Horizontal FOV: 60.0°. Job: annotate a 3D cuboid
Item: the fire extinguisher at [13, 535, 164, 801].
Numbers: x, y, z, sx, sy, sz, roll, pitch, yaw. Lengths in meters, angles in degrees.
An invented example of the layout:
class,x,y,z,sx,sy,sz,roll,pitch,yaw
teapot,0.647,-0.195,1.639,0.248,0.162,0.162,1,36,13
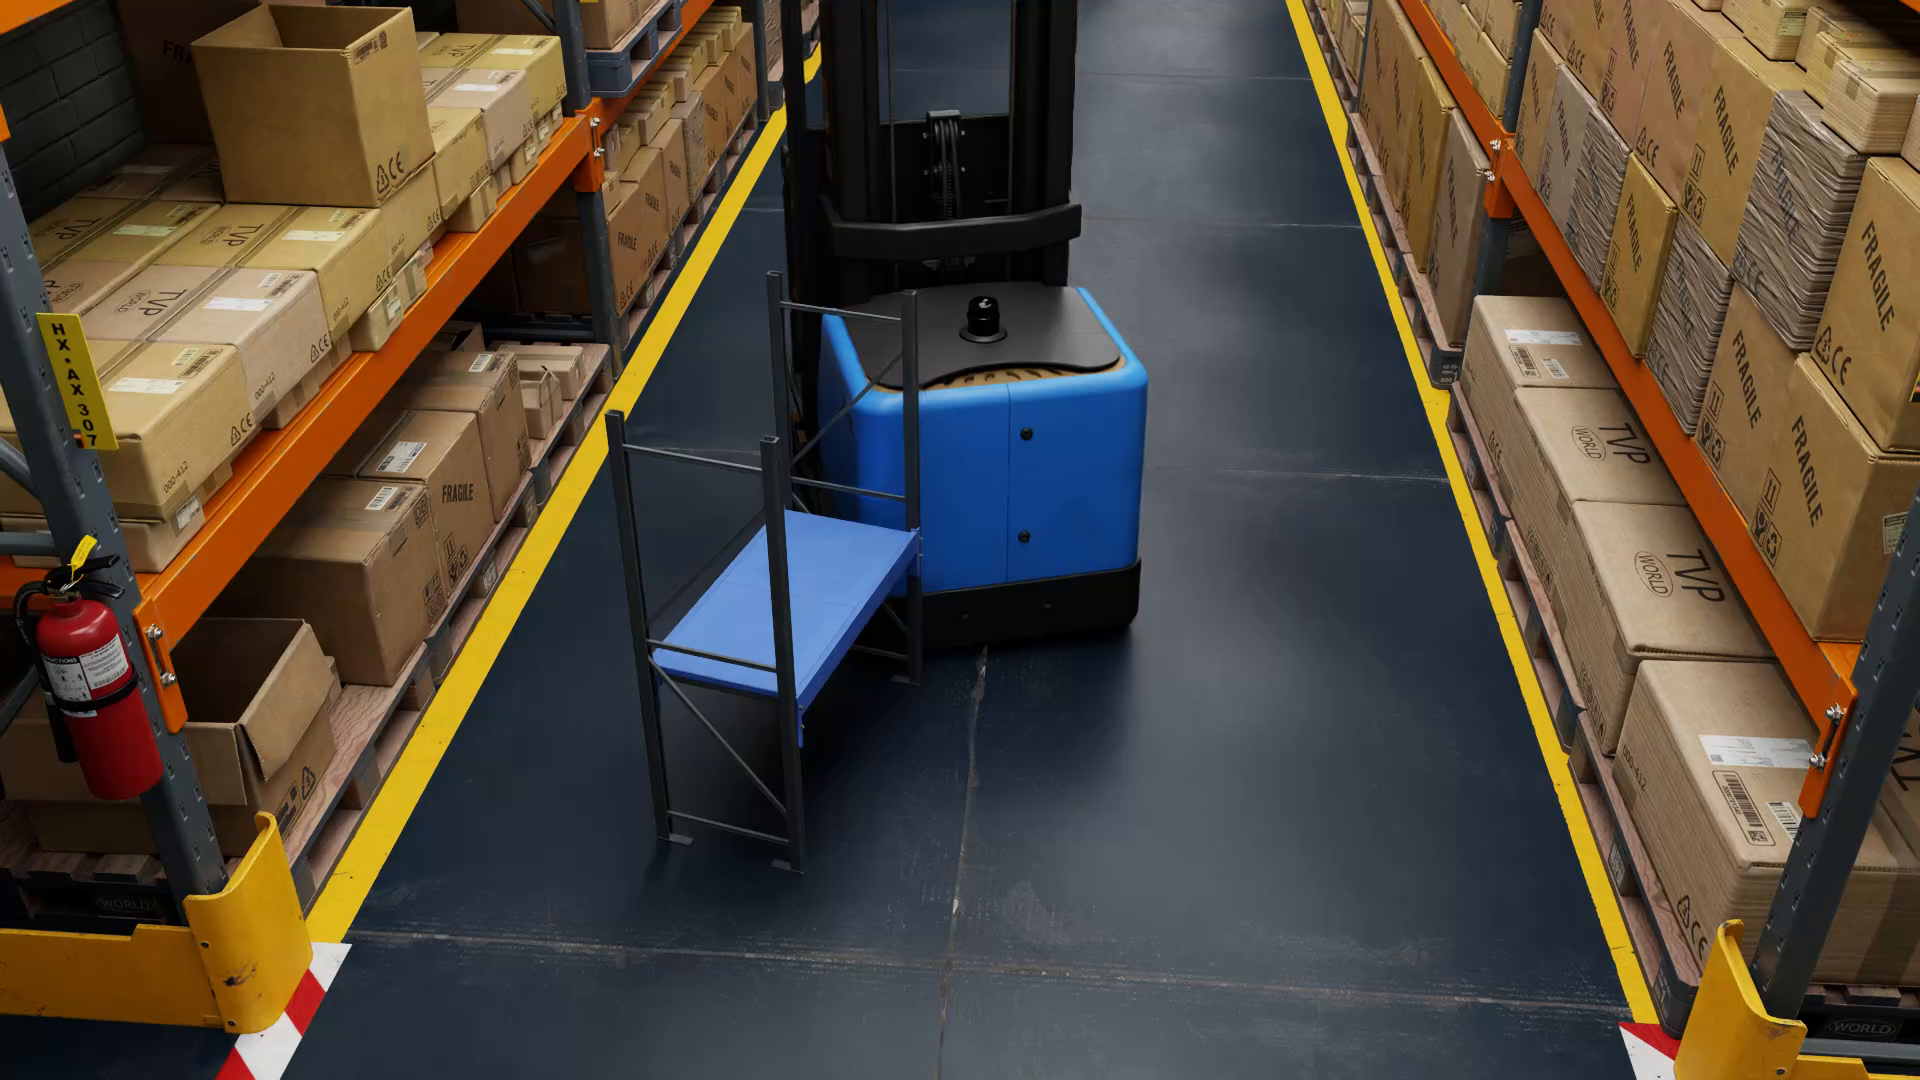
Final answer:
class,x,y,z,sx,sy,sz,roll,pitch,yaw
fire extinguisher,-2.015,0.292,3.846,0.296,0.674,0.183,2,32,4

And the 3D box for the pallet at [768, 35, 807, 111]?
class,x,y,z,sx,sy,sz,roll,pitch,yaw
pallet,-1.707,-3.421,12.100,1.003,0.211,1.213,2,32,4

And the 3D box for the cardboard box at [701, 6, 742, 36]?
class,x,y,z,sx,sy,sz,roll,pitch,yaw
cardboard box,-1.600,-3.301,10.612,0.380,0.149,0.250,1,32,2

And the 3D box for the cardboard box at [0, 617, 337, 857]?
class,x,y,z,sx,sy,sz,roll,pitch,yaw
cardboard box,-2.320,0.572,4.942,0.797,0.503,0.637,1,32,2

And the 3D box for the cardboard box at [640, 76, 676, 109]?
class,x,y,z,sx,sy,sz,roll,pitch,yaw
cardboard box,-1.807,-2.483,9.283,0.380,0.149,0.250,3,32,4

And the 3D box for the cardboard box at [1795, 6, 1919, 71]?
class,x,y,z,sx,sy,sz,roll,pitch,yaw
cardboard box,2.401,-1.263,4.273,0.380,0.149,0.250,2,32,4

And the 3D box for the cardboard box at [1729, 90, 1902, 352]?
class,x,y,z,sx,sy,sz,roll,pitch,yaw
cardboard box,2.299,-0.791,4.126,0.500,0.500,0.500,3,32,4

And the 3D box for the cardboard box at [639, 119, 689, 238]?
class,x,y,z,sx,sy,sz,roll,pitch,yaw
cardboard box,-1.796,-1.985,9.095,0.500,0.500,0.500,2,32,3

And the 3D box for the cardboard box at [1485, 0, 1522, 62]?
class,x,y,z,sx,sy,sz,roll,pitch,yaw
cardboard box,2.603,-2.268,7.237,0.500,0.250,0.500,2,32,4

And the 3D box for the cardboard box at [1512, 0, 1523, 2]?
class,x,y,z,sx,sy,sz,roll,pitch,yaw
cardboard box,2.595,-2.590,7.046,0.500,0.500,0.500,3,32,6

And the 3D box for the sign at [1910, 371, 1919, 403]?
class,x,y,z,sx,sy,sz,roll,pitch,yaw
sign,1.944,-0.410,3.227,0.100,0.325,0.005,2,32,4

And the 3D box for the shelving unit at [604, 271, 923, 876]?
class,x,y,z,sx,sy,sz,roll,pitch,yaw
shelving unit,-0.541,0.085,5.182,0.538,1.500,1.048,10,33,16

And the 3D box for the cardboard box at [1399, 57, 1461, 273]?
class,x,y,z,sx,sy,sz,roll,pitch,yaw
cardboard box,2.846,-1.952,8.684,0.875,0.875,0.875,3,32,5

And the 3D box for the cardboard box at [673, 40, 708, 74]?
class,x,y,z,sx,sy,sz,roll,pitch,yaw
cardboard box,-1.724,-2.885,9.937,0.380,0.149,0.250,3,32,5

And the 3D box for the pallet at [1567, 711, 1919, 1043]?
class,x,y,z,sx,sy,sz,roll,pitch,yaw
pallet,2.471,0.980,4.959,1.003,0.211,1.213,2,32,4

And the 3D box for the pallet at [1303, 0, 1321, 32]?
class,x,y,z,sx,sy,sz,roll,pitch,yaw
pallet,3.399,-4.467,13.797,1.003,0.211,1.213,2,32,4

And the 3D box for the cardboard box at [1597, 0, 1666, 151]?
class,x,y,z,sx,sy,sz,roll,pitch,yaw
cardboard box,2.429,-1.576,5.400,0.500,0.500,0.500,3,32,5

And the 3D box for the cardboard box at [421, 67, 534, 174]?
class,x,y,z,sx,sy,sz,roll,pitch,yaw
cardboard box,-1.963,-1.611,6.365,0.500,0.250,0.500,3,32,4

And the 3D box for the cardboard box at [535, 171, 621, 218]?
class,x,y,z,sx,sy,sz,roll,pitch,yaw
cardboard box,-1.844,-1.655,7.940,0.380,0.149,0.250,4,32,6

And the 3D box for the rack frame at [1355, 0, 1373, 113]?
class,x,y,z,sx,sy,sz,roll,pitch,yaw
rack frame,3.135,-3.969,10.332,1.000,3.000,0.127,2,32,4

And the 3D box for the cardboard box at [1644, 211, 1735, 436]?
class,x,y,z,sx,sy,sz,roll,pitch,yaw
cardboard box,2.347,-0.623,4.807,0.500,0.500,0.500,3,32,5

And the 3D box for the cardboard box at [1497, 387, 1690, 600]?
class,x,y,z,sx,sy,sz,roll,pitch,yaw
cardboard box,2.579,-0.174,6.215,0.875,0.438,0.875,2,32,3

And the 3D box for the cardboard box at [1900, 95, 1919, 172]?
class,x,y,z,sx,sy,sz,roll,pitch,yaw
cardboard box,2.310,-0.861,3.621,0.380,0.149,0.250,3,32,5

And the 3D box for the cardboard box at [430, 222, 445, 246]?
class,x,y,z,sx,sy,sz,roll,pitch,yaw
cardboard box,-2.083,-1.128,5.961,0.380,0.149,0.250,3,32,5

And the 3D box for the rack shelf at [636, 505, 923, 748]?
class,x,y,z,sx,sy,sz,roll,pitch,yaw
rack shelf,-0.541,0.238,5.277,0.538,0.185,1.000,10,33,16

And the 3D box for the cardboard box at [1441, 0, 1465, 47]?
class,x,y,z,sx,sy,sz,roll,pitch,yaw
cardboard box,2.697,-2.589,8.234,0.500,0.250,0.500,2,32,3

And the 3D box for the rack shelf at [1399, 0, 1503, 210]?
class,x,y,z,sx,sy,sz,roll,pitch,yaw
rack shelf,2.972,-2.617,8.824,1.077,0.370,4.000,2,32,4

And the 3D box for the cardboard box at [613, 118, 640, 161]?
class,x,y,z,sx,sy,sz,roll,pitch,yaw
cardboard box,-1.880,-2.082,8.633,0.380,0.149,0.250,2,32,3

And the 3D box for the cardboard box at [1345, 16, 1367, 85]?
class,x,y,z,sx,sy,sz,roll,pitch,yaw
cardboard box,3.191,-3.324,11.390,0.950,0.372,0.625,0,32,1

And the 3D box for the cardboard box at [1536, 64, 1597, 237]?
class,x,y,z,sx,sy,sz,roll,pitch,yaw
cardboard box,2.465,-1.423,6.105,0.500,0.500,0.500,3,32,4

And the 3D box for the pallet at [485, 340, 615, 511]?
class,x,y,z,sx,sy,sz,roll,pitch,yaw
pallet,-2.195,-0.542,7.428,1.003,0.211,1.213,2,32,4

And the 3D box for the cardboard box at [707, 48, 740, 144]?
class,x,y,z,sx,sy,sz,roll,pitch,yaw
cardboard box,-1.684,-2.803,10.421,0.500,0.500,0.500,2,32,3

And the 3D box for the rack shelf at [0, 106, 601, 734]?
class,x,y,z,sx,sy,sz,roll,pitch,yaw
rack shelf,-2.301,-0.736,5.770,1.077,0.370,4.000,2,32,4

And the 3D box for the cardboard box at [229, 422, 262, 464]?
class,x,y,z,sx,sy,sz,roll,pitch,yaw
cardboard box,-2.202,-0.323,4.655,0.380,0.149,0.250,2,32,3

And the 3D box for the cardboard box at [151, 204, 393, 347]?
class,x,y,z,sx,sy,sz,roll,pitch,yaw
cardboard box,-2.080,-0.814,5.071,0.500,0.250,0.500,2,32,3

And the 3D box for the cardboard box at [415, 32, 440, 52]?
class,x,y,z,sx,sy,sz,roll,pitch,yaw
cardboard box,-2.448,-1.903,6.839,0.500,0.250,0.500,2,32,3

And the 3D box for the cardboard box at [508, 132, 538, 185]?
class,x,y,z,sx,sy,sz,roll,pitch,yaw
cardboard box,-1.909,-1.529,6.612,0.380,0.149,0.250,3,32,5

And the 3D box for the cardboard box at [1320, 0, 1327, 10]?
class,x,y,z,sx,sy,sz,roll,pitch,yaw
cardboard box,3.365,-4.471,13.250,0.950,0.372,0.625,4,32,7

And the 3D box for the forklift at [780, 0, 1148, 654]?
class,x,y,z,sx,sy,sz,roll,pitch,yaw
forklift,-0.166,-1.599,6.551,1.130,2.935,3.031,-7,32,-11

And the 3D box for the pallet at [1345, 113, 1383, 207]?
class,x,y,z,sx,sy,sz,roll,pitch,yaw
pallet,2.996,-2.373,10.400,1.003,0.211,1.213,2,32,4

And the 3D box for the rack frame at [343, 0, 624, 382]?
class,x,y,z,sx,sy,sz,roll,pitch,yaw
rack frame,-2.138,-2.088,7.279,1.000,3.000,0.127,2,32,4

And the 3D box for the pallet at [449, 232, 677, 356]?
class,x,y,z,sx,sy,sz,roll,pitch,yaw
pallet,-2.110,-1.328,8.703,1.003,0.211,1.213,2,32,4

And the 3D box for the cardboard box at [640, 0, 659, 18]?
class,x,y,z,sx,sy,sz,roll,pitch,yaw
cardboard box,-1.834,-2.823,7.977,0.700,0.500,0.500,3,32,5

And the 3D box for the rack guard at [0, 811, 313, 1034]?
class,x,y,z,sx,sy,sz,roll,pitch,yaw
rack guard,-2.458,1.028,4.605,1.175,0.500,0.348,2,32,4

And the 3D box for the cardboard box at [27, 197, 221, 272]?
class,x,y,z,sx,sy,sz,roll,pitch,yaw
cardboard box,-2.603,-0.839,5.112,0.500,0.250,0.500,3,32,6

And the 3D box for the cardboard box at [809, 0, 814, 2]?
class,x,y,z,sx,sy,sz,roll,pitch,yaw
cardboard box,-1.589,-4.760,13.478,0.875,0.625,0.625,2,32,3

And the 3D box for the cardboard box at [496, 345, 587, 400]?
class,x,y,z,sx,sy,sz,roll,pitch,yaw
cardboard box,-1.891,-0.749,7.423,0.380,0.149,0.250,2,32,2

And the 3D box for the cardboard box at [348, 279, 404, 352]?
class,x,y,z,sx,sy,sz,roll,pitch,yaw
cardboard box,-2.009,-0.721,5.300,0.380,0.149,0.250,2,32,3

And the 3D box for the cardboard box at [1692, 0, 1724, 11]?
class,x,y,z,sx,sy,sz,roll,pitch,yaw
cardboard box,2.382,-1.673,4.938,0.380,0.149,0.250,3,32,4

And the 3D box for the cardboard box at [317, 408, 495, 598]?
class,x,y,z,sx,sy,sz,roll,pitch,yaw
cardboard box,-2.069,-0.144,6.107,0.500,0.500,0.500,3,32,5
